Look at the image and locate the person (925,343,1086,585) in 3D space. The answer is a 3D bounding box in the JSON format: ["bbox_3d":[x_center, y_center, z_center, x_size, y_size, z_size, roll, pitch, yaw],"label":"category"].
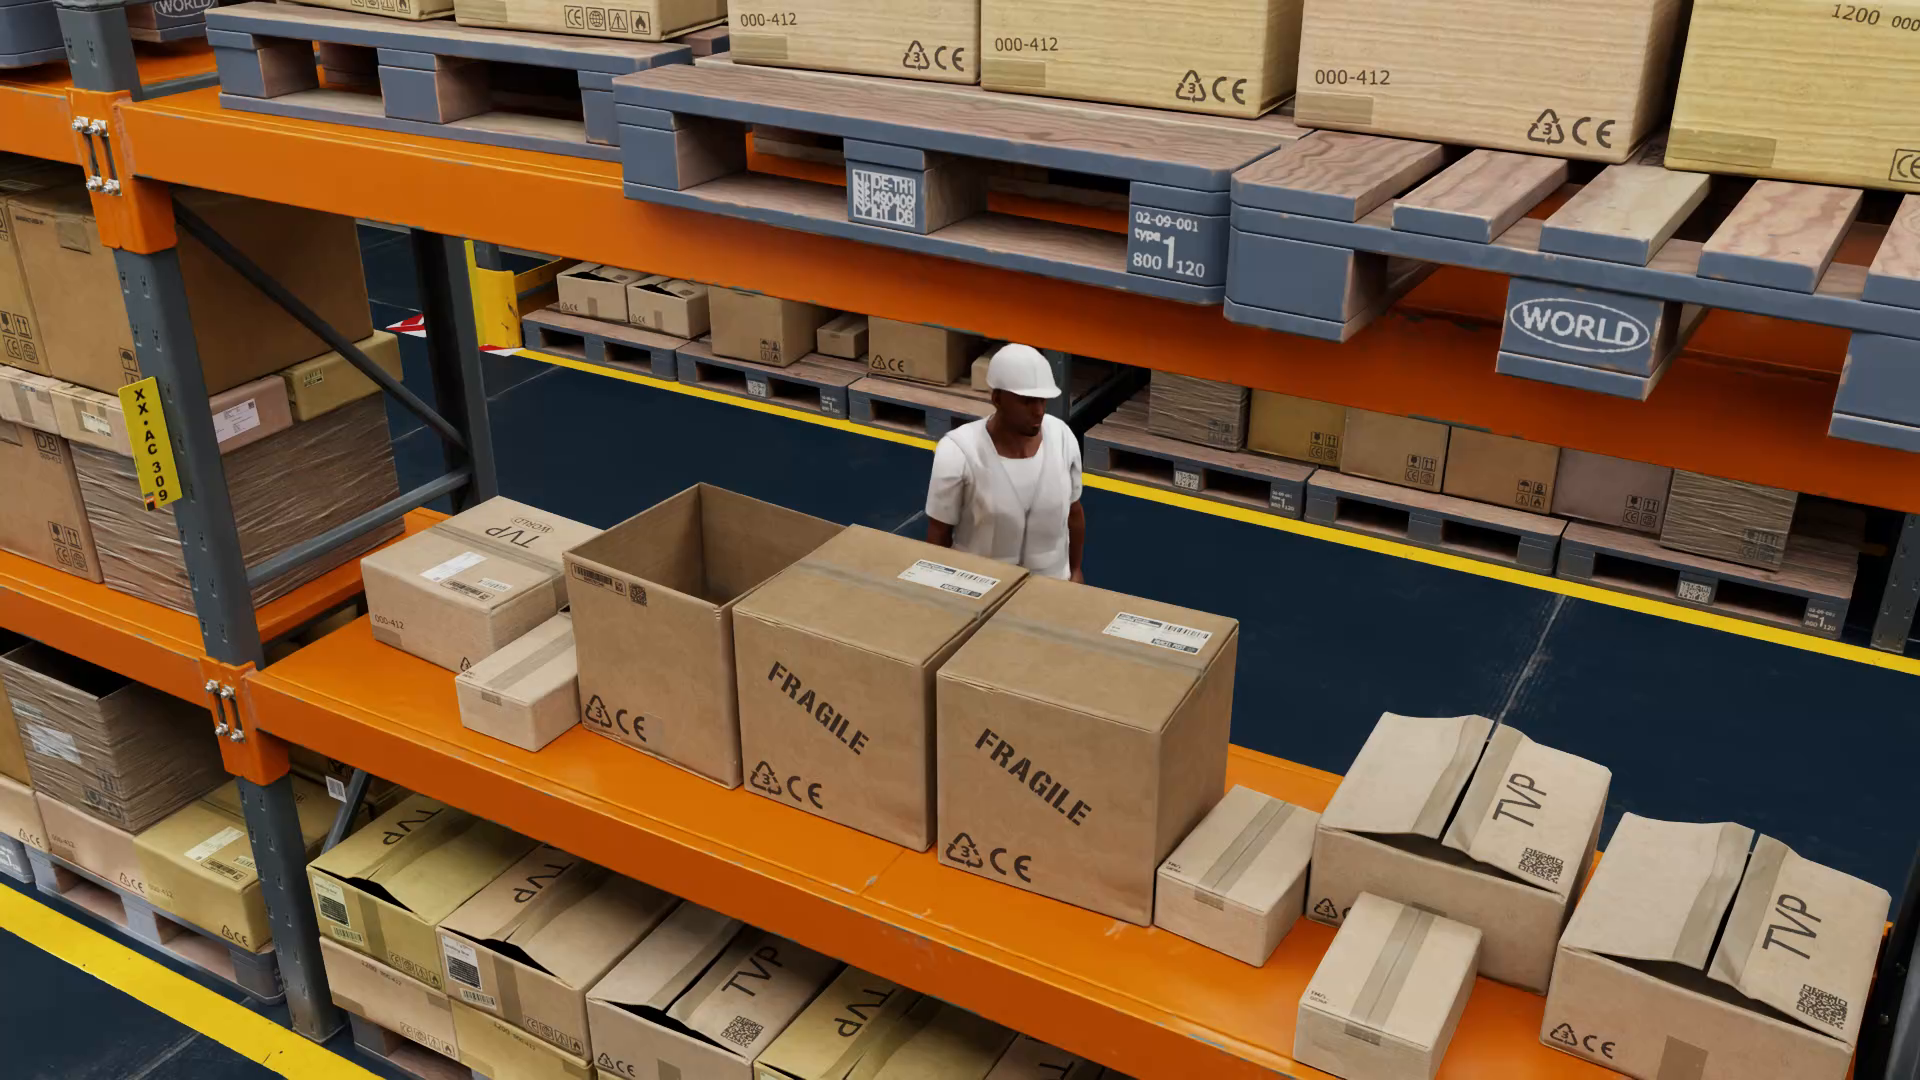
[{"bbox_3d":[0.186,0.193,5.681,0.601,1.757,0.626,-5,27,-11],"label":"person"}]
